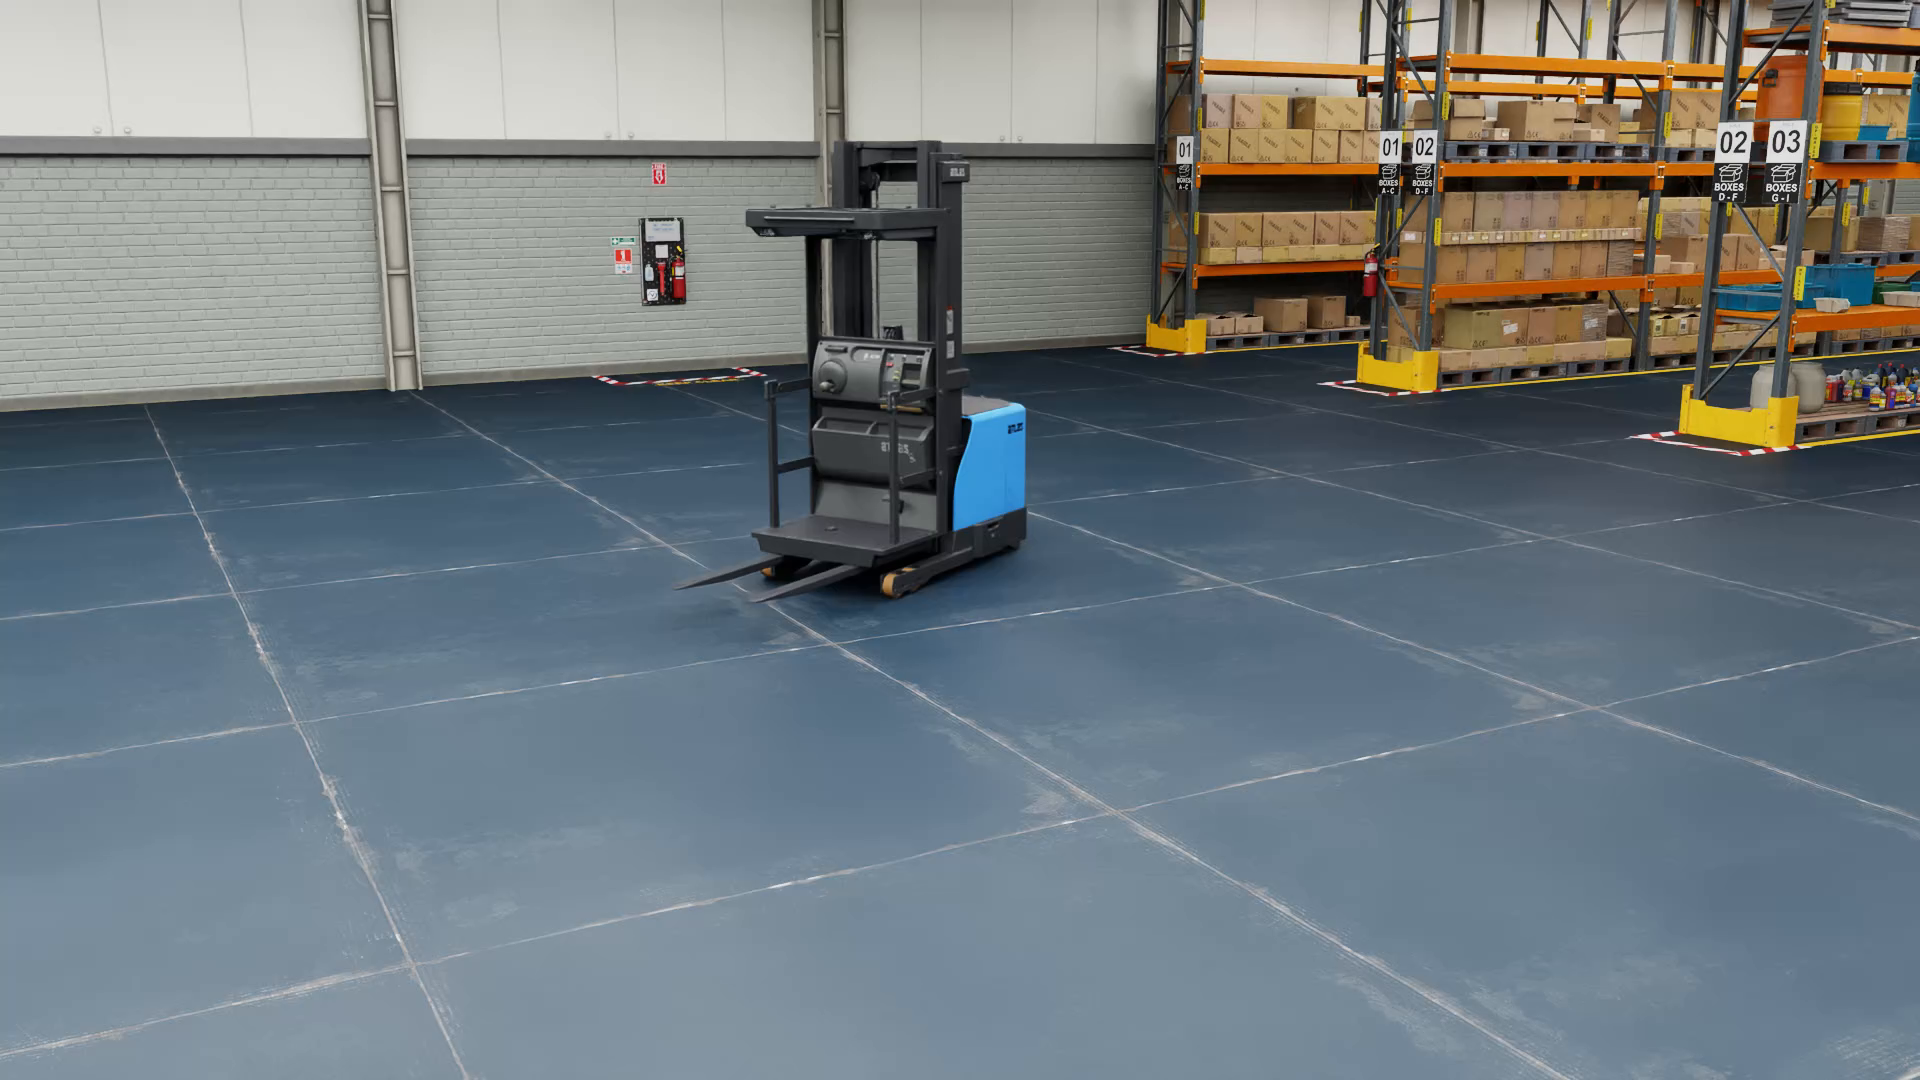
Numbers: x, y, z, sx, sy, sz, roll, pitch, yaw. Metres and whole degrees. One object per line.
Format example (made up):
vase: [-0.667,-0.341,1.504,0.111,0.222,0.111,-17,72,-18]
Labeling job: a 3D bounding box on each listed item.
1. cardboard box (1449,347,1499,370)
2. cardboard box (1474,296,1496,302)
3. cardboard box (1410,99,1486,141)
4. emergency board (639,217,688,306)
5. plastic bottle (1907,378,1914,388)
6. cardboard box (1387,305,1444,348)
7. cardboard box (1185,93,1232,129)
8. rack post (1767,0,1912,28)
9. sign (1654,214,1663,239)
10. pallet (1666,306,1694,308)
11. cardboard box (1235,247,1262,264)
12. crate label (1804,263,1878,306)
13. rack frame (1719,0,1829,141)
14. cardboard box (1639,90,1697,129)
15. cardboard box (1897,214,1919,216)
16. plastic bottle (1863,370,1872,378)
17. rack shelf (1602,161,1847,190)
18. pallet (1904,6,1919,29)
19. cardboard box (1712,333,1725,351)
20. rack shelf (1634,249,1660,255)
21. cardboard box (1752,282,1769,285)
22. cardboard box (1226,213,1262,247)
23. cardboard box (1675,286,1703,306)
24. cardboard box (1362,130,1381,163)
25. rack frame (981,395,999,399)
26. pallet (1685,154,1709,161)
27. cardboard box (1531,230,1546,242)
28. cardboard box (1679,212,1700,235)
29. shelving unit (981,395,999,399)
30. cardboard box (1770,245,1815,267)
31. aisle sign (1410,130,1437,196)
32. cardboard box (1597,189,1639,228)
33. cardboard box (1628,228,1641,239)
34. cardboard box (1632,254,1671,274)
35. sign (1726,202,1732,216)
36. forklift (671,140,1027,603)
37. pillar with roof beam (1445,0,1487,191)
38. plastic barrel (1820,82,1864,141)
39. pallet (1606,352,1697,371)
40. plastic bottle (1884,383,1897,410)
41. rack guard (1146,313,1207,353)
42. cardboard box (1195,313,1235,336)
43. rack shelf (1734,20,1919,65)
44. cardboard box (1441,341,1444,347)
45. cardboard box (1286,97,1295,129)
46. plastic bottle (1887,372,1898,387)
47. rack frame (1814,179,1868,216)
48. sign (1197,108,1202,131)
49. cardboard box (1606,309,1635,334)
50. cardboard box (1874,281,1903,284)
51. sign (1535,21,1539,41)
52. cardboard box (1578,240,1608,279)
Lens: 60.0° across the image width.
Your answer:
cardboard box: [6.658,-2.386,21.688,0.500,0.250,0.500,-7,14,-28]
cardboard box: [8.751,-4.072,28.562,0.500,0.500,0.700,-7,14,-28]
cardboard box: [6.150,-5.303,20.998,0.637,0.503,0.797,-6,14,-24]
emergency board: [-3.987,-3.767,22.516,0.643,1.169,0.194,-7,14,-28]
plastic bottle: [10.449,-1.638,18.241,0.133,0.283,0.061,-7,14,-28]
cardboard box: [5.972,-2.799,21.814,0.500,0.500,0.500,-7,14,-28]
cardboard box: [3.721,-6.414,24.895,0.500,0.500,0.500,-8,15,-32]
rack post: [8.738,-5.239,16.532,0.954,0.300,0.937,-5,14,-22]
sign: [9.422,-4.231,22.426,0.005,0.325,0.100,-7,14,-28]
pallet: [13.158,-4.217,30.865,1.213,0.211,1.003,-7,14,-28]
cardboard box: [4.296,-4.395,25.600,0.500,0.250,0.500,-7,15,-30]
crate label: [9.500,-2.764,17.979,0.616,0.435,0.502,-7,14,-28]
rack frame: [8.014,-5.428,16.233,0.127,3.000,1.000,-7,14,-28]
cardboard box: [9.715,-5.895,22.818,0.500,0.500,0.500,-7,14,-27]
cardboard box: [15.080,-4.881,26.281,0.500,0.500,0.700,-4,13,-19]
plastic bottle: [10.287,-1.777,18.859,0.133,0.283,0.061,-6,14,-25]
rack shelf: [10.910,-5.200,23.689,4.000,0.370,1.077,-7,14,-28]
pallet: [9.742,-5.340,17.184,1.213,0.211,1.003,-7,14,-28]
cardboard box: [10.530,-2.844,23.719,0.500,0.250,0.500,-7,15,-30]
rack shelf: [12.044,-5.111,30.128,4.000,0.370,1.077,-7,14,-28]
cardboard box: [14.948,-4.769,31.706,0.500,0.500,0.700,-7,14,-28]
cardboard box: [4.268,-4.755,25.495,0.500,0.500,0.500,-7,14,-28]
cardboard box: [13.291,-4.736,30.759,0.750,0.750,0.750,-7,14,-27]
cardboard box: [6.451,-6.252,26.453,0.500,0.500,0.500,-6,14,-26]
rack frame: [0.228,-0.580,12.795,0.008,1.050,0.200,-11,17,-40]
pallet: [11.132,-5.462,23.647,1.213,0.211,1.003,-6,14,-25]
cardboard box: [7.441,-3.983,21.769,0.250,0.149,0.380,-7,14,-27]
cardboard box: [13.072,-5.724,30.260,0.500,0.500,0.500,-7,14,-27]
shelving unit: [0.136,-0.562,12.717,0.252,1.050,0.215,-11,17,-40]
cardboard box: [12.325,-4.224,24.752,0.500,0.311,0.500,-6,14,-24]
aisle sign: [5.733,-4.659,20.556,0.004,0.787,0.394,-7,14,-28]
cardboard box: [8.768,-4.511,22.638,0.500,0.500,0.700,-7,14,-28]
cardboard box: [9.019,-4.172,22.612,0.250,0.149,0.380,-7,14,-28]
cardboard box: [9.566,-3.864,23.289,0.500,0.250,0.500,-6,14,-24]
sign: [14.068,-6.096,30.406,0.005,0.325,0.100,-7,14,-28]
forklift: [-0.709,-1.163,11.103,1.130,2.935,3.031,8,15,31]
pillar with roof beam: [10.796,-7.379,24.902,0.400,9.000,9.100,-7,14,-28]
plastic barrel: [8.953,-4.406,17.137,0.600,0.588,0.600,0,13,0]
pallet: [9.783,-2.602,23.689,1.213,0.211,1.003,-7,14,-28]
plastic bottle: [9.962,-1.542,17.812,0.133,0.283,0.061,-7,14,-27]
rack guard: [3.333,-3.199,25.685,0.348,0.500,1.175,-7,14,-28]
cardboard box: [3.917,-3.369,25.868,0.500,0.311,0.500,-9,15,-34]
rack shelf: [9.769,-5.092,17.290,4.000,0.370,1.077,-7,14,-28]
cardboard box: [6.406,-2.488,22.138,0.500,0.250,0.500,-7,14,-28]
cardboard box: [4.882,-6.674,26.053,0.500,0.500,0.500,-7,14,-28]
plastic bottle: [10.548,-1.762,18.819,0.097,0.271,0.097,0,13,0]
rack frame: [17.311,-6.094,32.854,0.127,3.000,1.000,-7,14,-28]
sign: [3.527,-6.196,24.485,0.005,0.325,0.100,-7,14,-28]
cardboard box: [9.373,-3.112,23.634,0.500,0.311,0.500,-7,14,-28]
cardboard box: [14.757,-3.970,26.403,0.500,0.250,0.500,-7,14,-28]
sign: [10.020,-8.818,28.809,0.005,0.325,0.100,-7,14,-28]
cardboard box: [8.308,-3.821,22.529,0.500,0.500,0.700,-7,14,-28]
